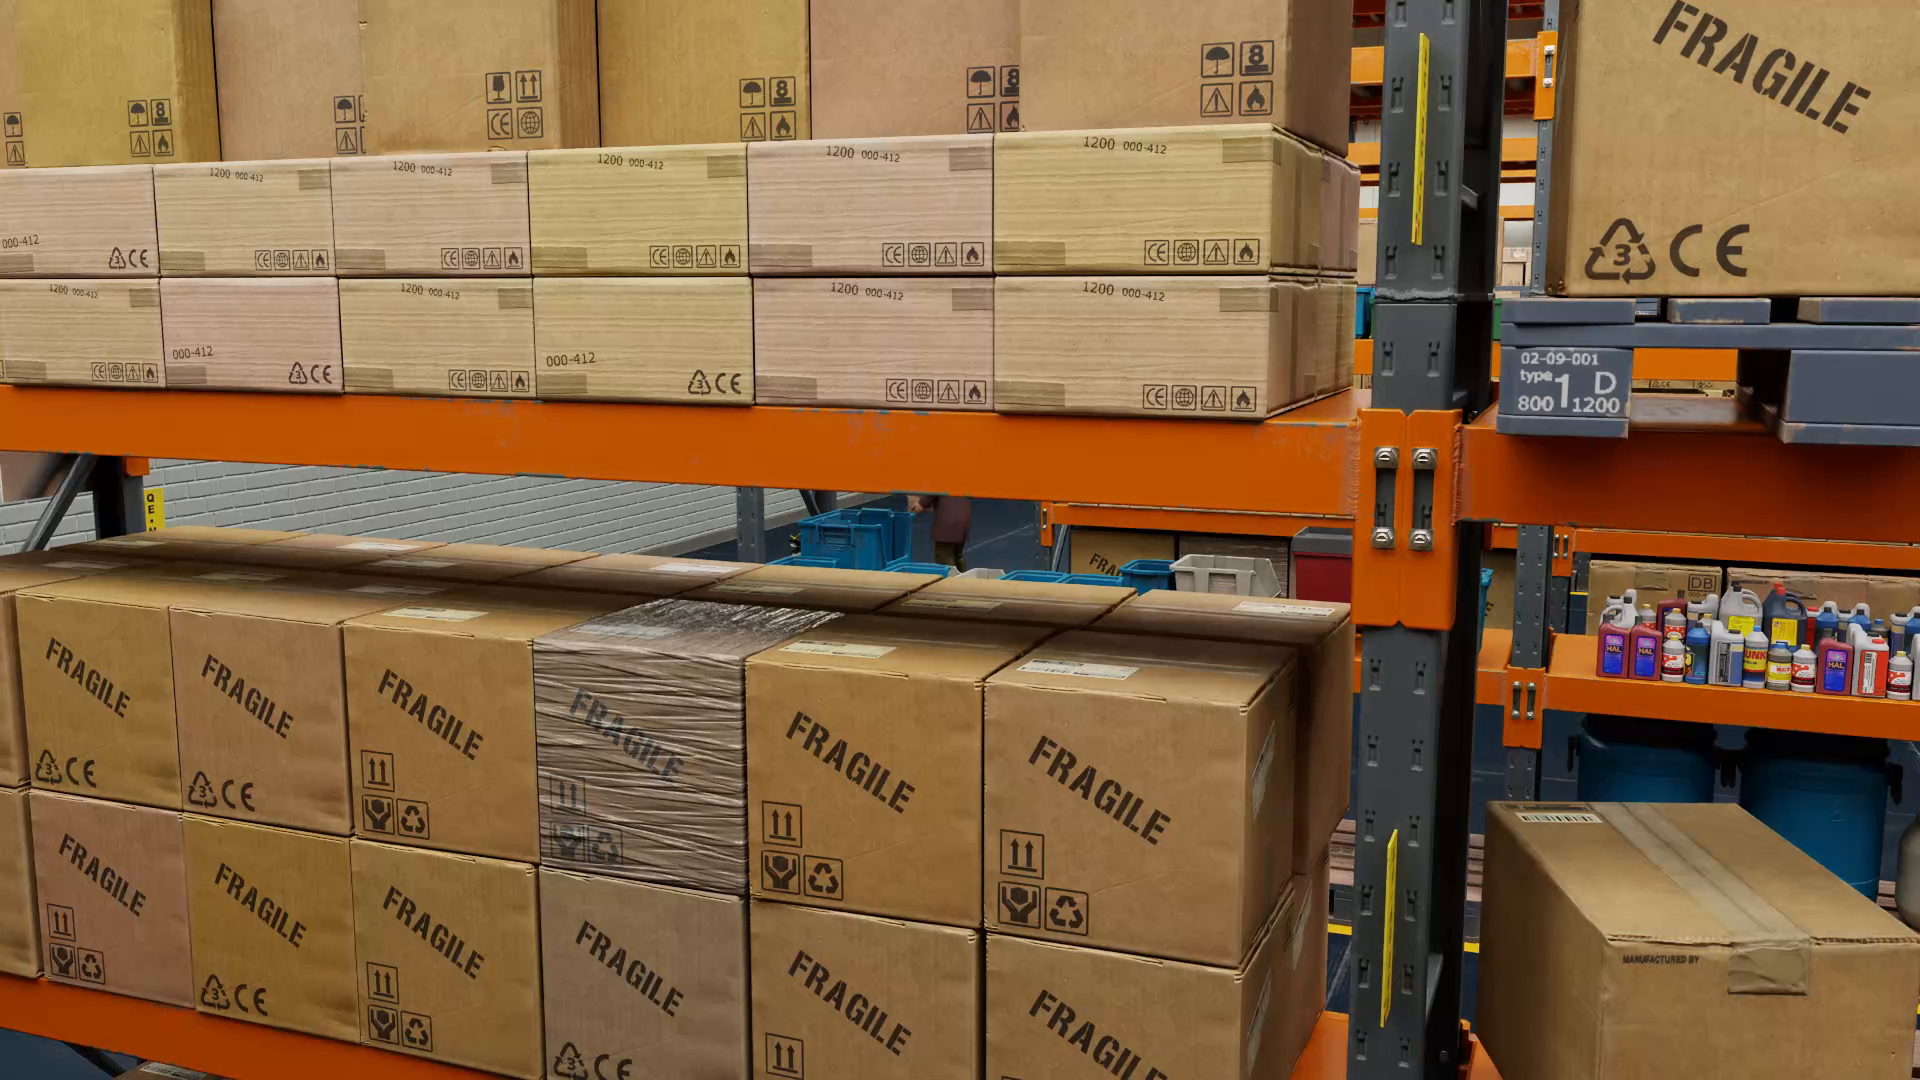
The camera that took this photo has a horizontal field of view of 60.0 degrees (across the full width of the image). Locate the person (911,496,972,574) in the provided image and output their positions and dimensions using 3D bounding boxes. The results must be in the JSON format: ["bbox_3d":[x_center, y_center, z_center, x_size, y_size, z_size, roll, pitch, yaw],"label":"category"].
[{"bbox_3d":[-0.167,-0.219,15.877,0.555,1.769,0.529,3,9,22],"label":"person"}]
